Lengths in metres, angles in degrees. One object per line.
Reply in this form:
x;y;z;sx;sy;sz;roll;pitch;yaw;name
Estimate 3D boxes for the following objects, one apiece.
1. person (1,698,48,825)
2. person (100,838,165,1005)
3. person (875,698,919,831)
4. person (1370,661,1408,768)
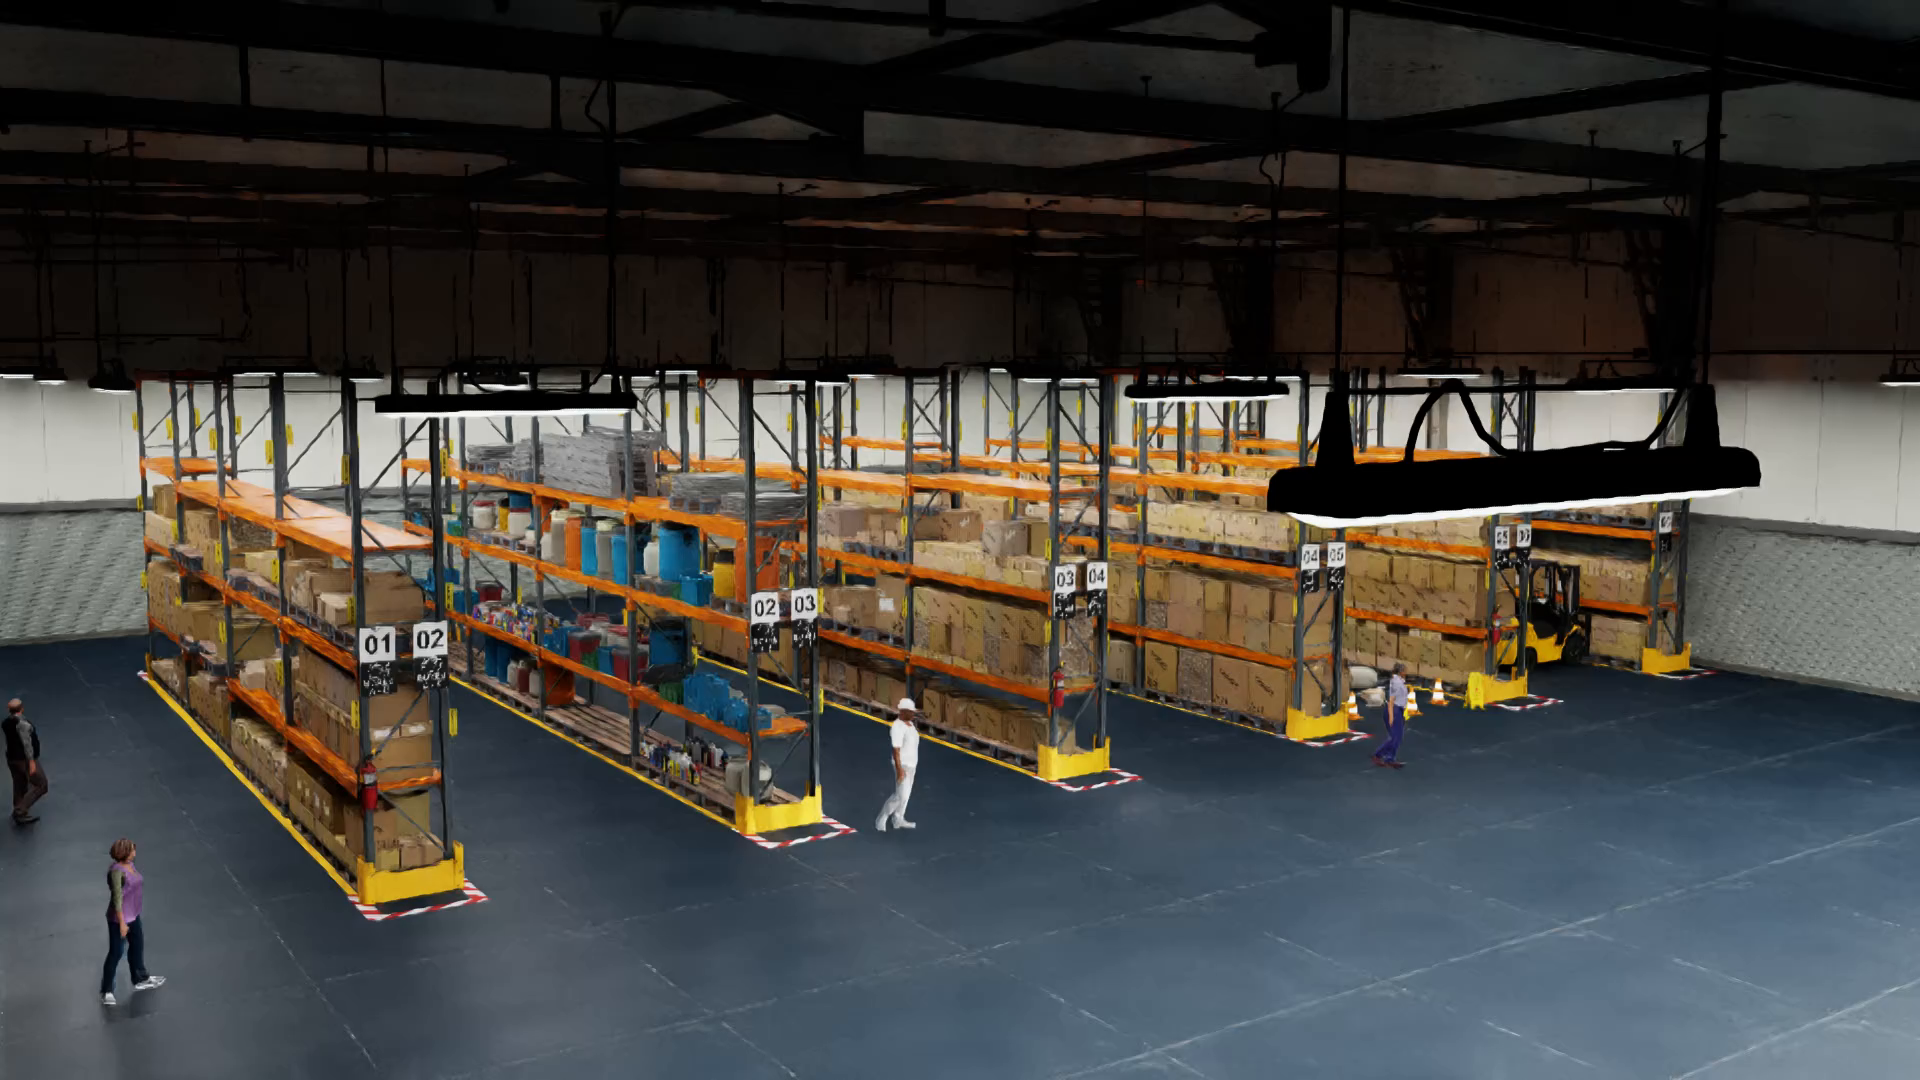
-12.569;2.966;22.275;0.569;1.720;0.447;4;8;31;person
-8.181;3.699;16.306;0.463;1.575;0.597;-1;6;-5;person
-0.827;2.977;22.014;0.529;1.751;0.732;2;7;16;person
6.565;2.665;25.364;0.503;1.638;0.558;2;7;19;person
